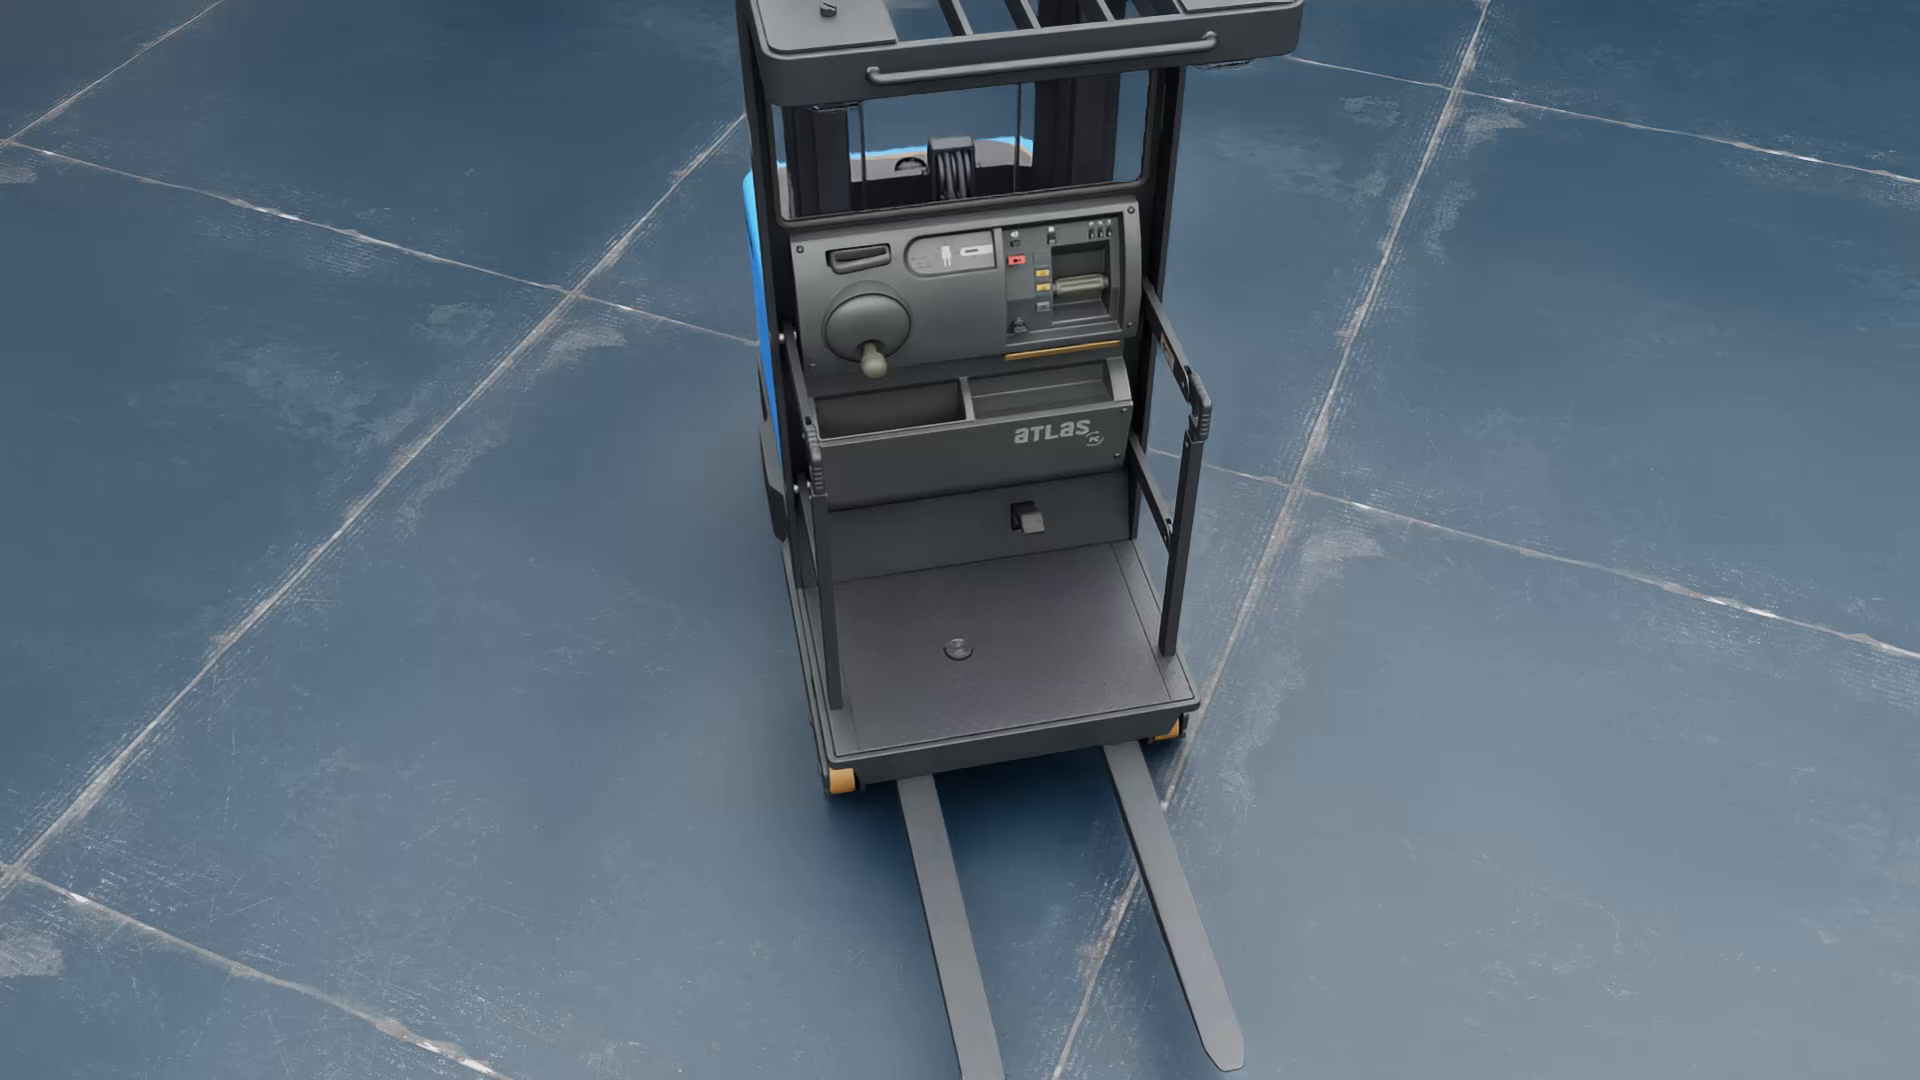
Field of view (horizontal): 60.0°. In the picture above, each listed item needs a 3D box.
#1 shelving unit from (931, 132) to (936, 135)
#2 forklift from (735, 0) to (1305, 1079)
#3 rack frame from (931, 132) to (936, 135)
[{"bbox_3d":[-0.122,-1.028,6.145,0.258,0.900,0.210,-28,51,-25],"label":"shelving unit"},{"bbox_3d":[0.071,-0.572,4.247,1.130,2.935,3.031,-8,45,-8],"label":"forklift"},{"bbox_3d":[-0.182,-1.085,6.203,0.240,0.900,0.006,-28,51,-25],"label":"rack frame"}]
